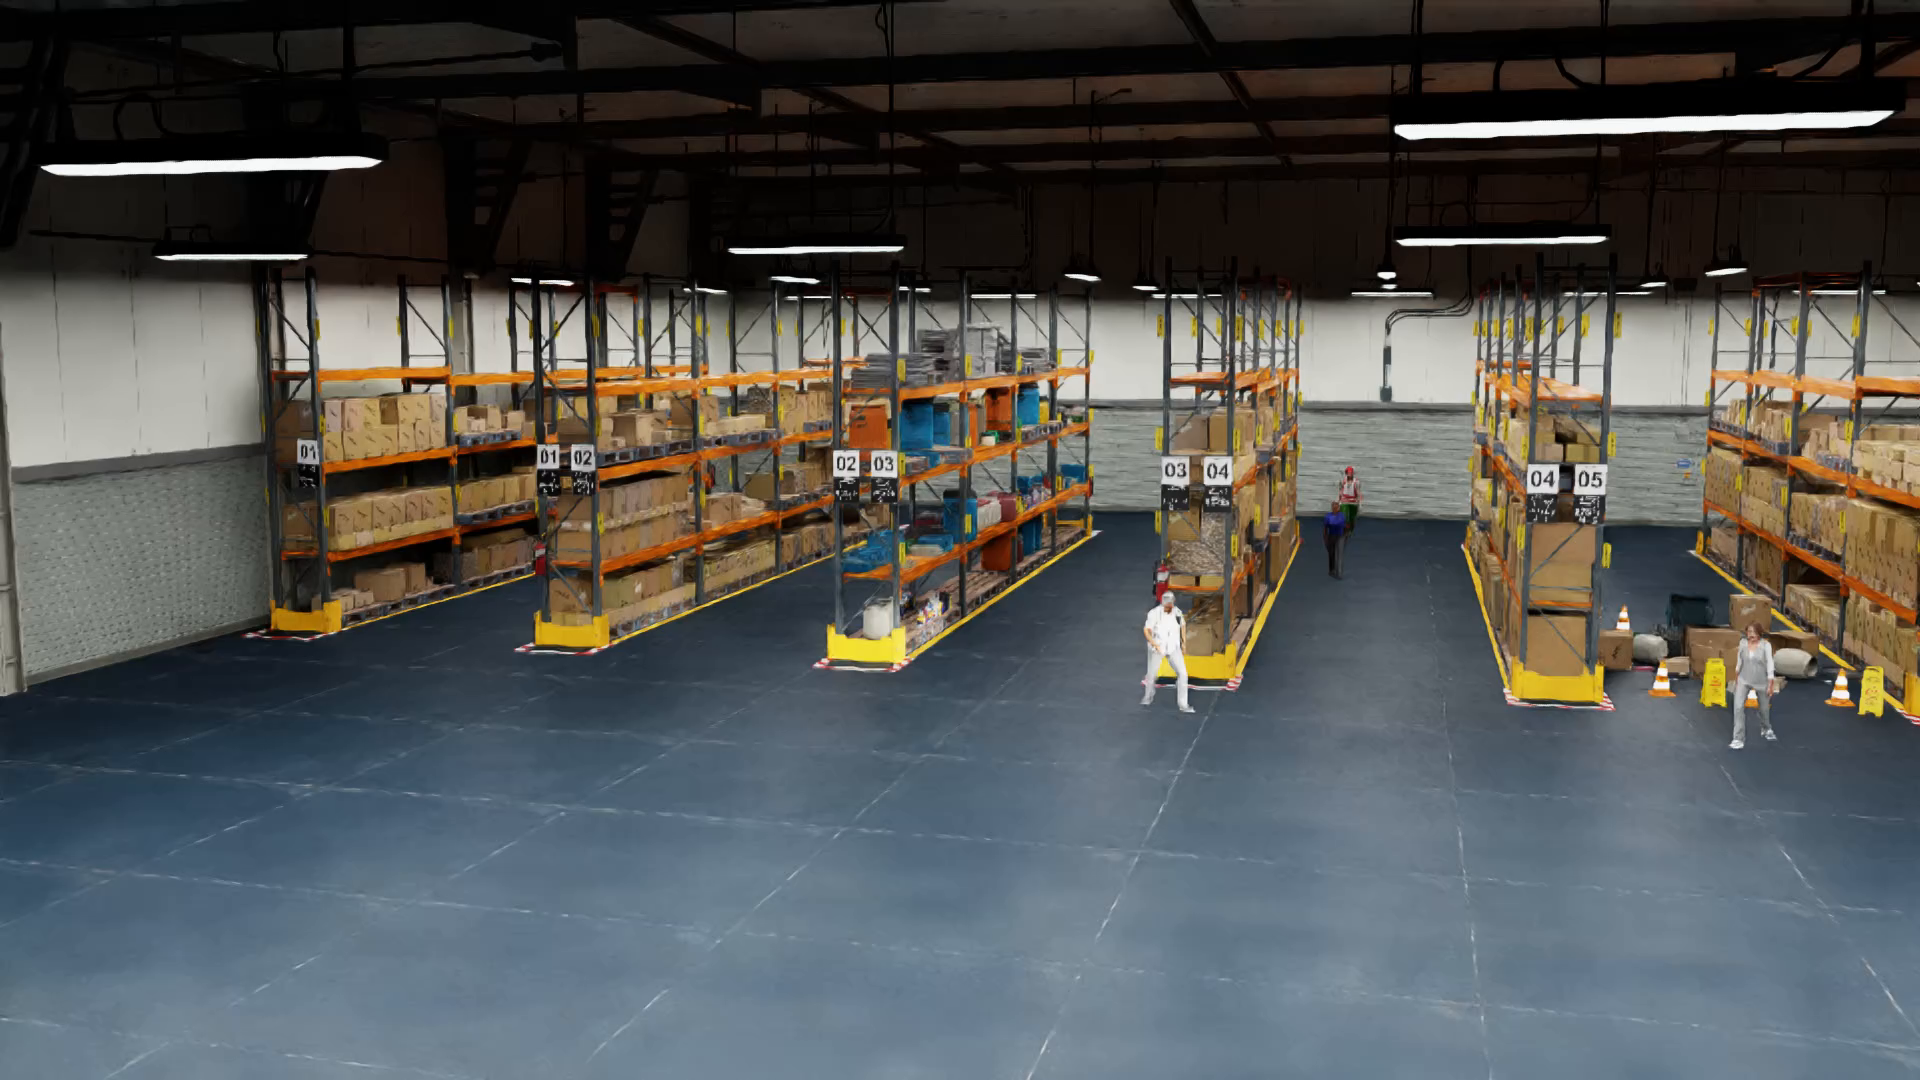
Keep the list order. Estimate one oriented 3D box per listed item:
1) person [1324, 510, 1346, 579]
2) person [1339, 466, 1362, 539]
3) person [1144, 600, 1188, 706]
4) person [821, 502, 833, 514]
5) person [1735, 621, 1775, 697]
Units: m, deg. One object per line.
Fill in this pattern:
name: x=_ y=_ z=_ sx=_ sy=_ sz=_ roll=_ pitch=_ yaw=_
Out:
person: x=7.536 y=0.063 z=33.466 sx=0.435 sy=1.379 sz=1.088 roll=2 pitch=8 yaw=17
person: x=9.324 y=-0.900 z=39.761 sx=0.567 sy=1.736 sz=1.044 roll=2 pitch=7 yaw=14
person: x=2.696 y=1.408 z=21.916 sx=0.591 sy=1.516 sz=0.800 roll=0 pitch=7 yaw=-2
person: x=-3.343 y=-1.238 z=42.652 sx=0.521 sy=1.668 sz=0.591 roll=-1 pitch=7 yaw=-6
person: x=9.513 y=1.417 z=19.892 sx=0.449 sy=0.912 sz=0.362 roll=5 pitch=9 yaw=35
